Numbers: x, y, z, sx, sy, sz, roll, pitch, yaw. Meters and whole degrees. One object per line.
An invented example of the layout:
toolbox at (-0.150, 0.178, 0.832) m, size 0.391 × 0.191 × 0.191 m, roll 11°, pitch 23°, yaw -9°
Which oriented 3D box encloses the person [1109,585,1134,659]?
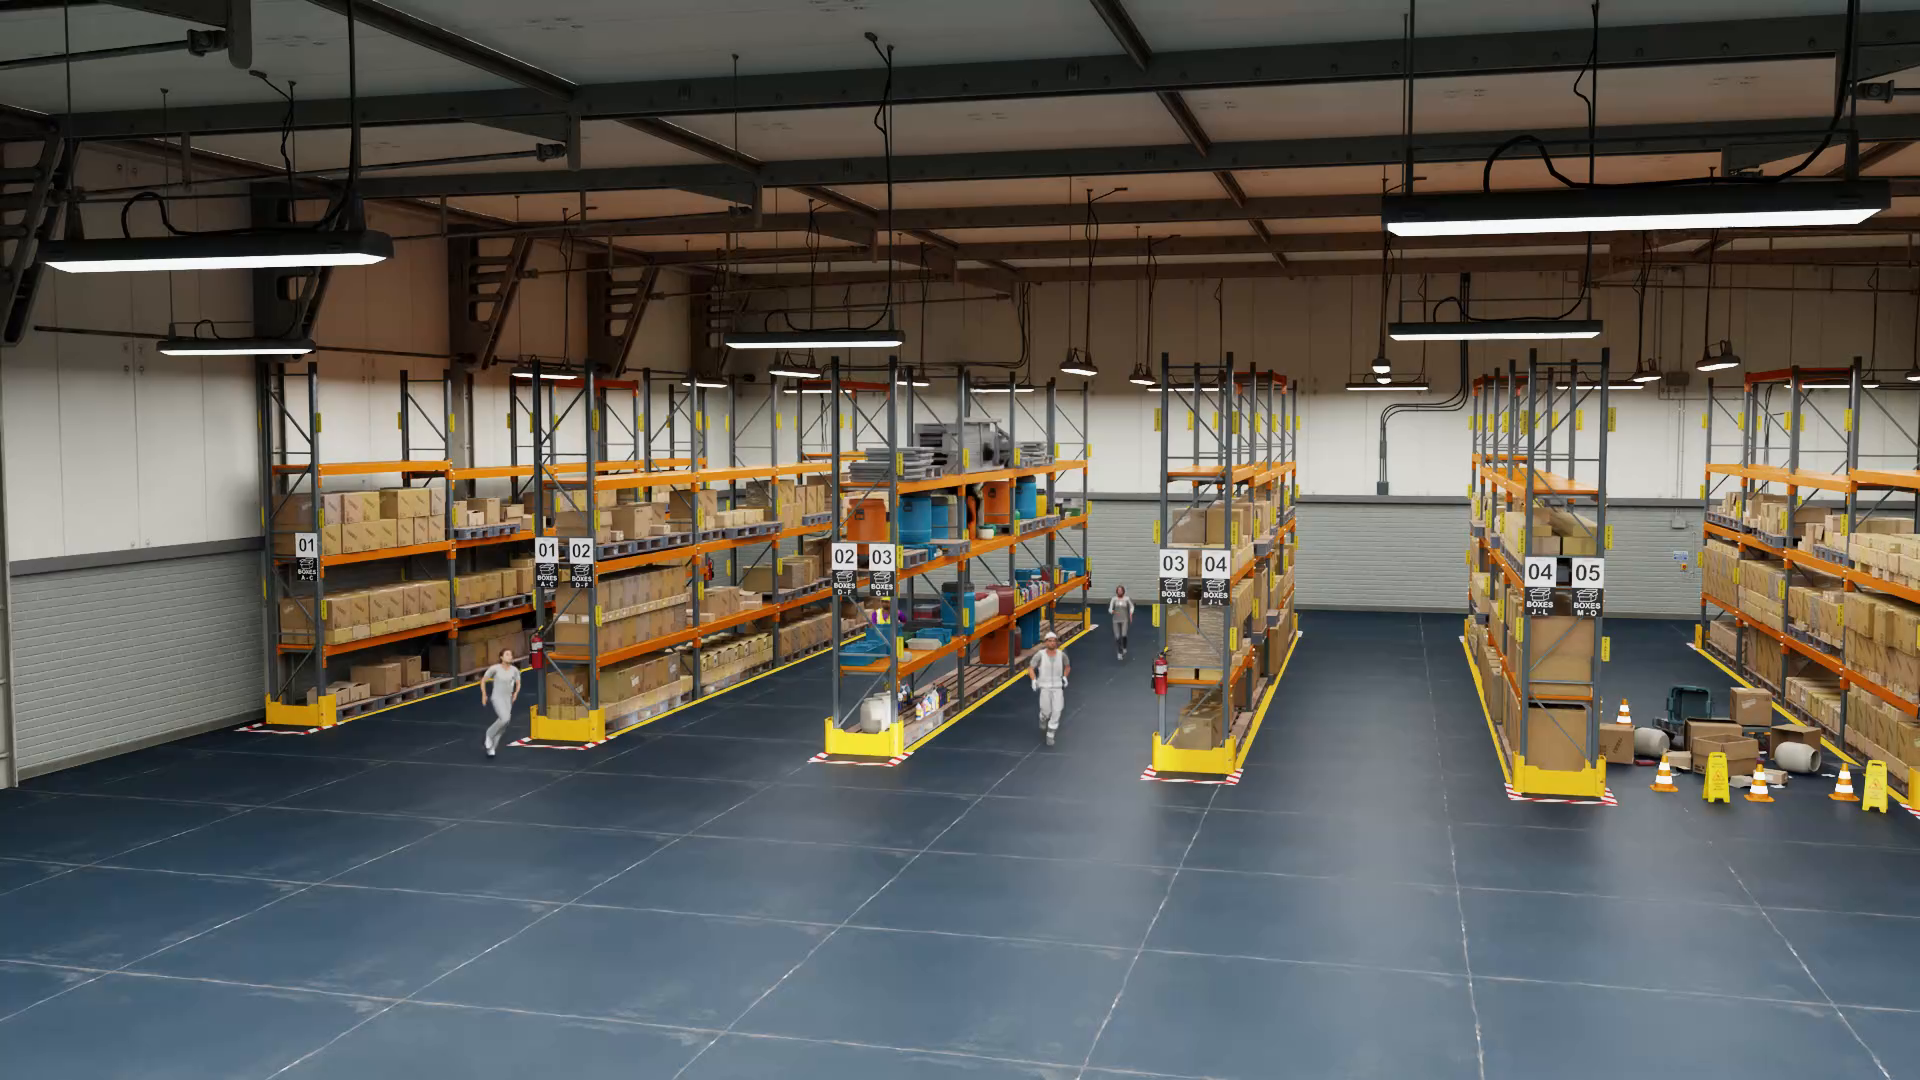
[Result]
person at (3.400, 1.741, 35.121) m, size 0.518 × 1.564 × 0.591 m, roll 1°, pitch 4°, yaw 10°

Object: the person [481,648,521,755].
person at (-6.864, 2.432, 25.083) m, size 0.593 × 1.598 × 0.529 m, roll -4°, pitch 5°, yaw -41°

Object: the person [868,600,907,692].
person at (-1.378, 1.944, 31.115) m, size 0.677 × 1.785 × 0.734 m, roll 1°, pitch 4°, yaw 13°

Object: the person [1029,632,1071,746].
person at (1.417, 2.313, 26.077) m, size 0.670 × 1.752 × 0.611 m, roll -1°, pitch 4°, yaw -9°
